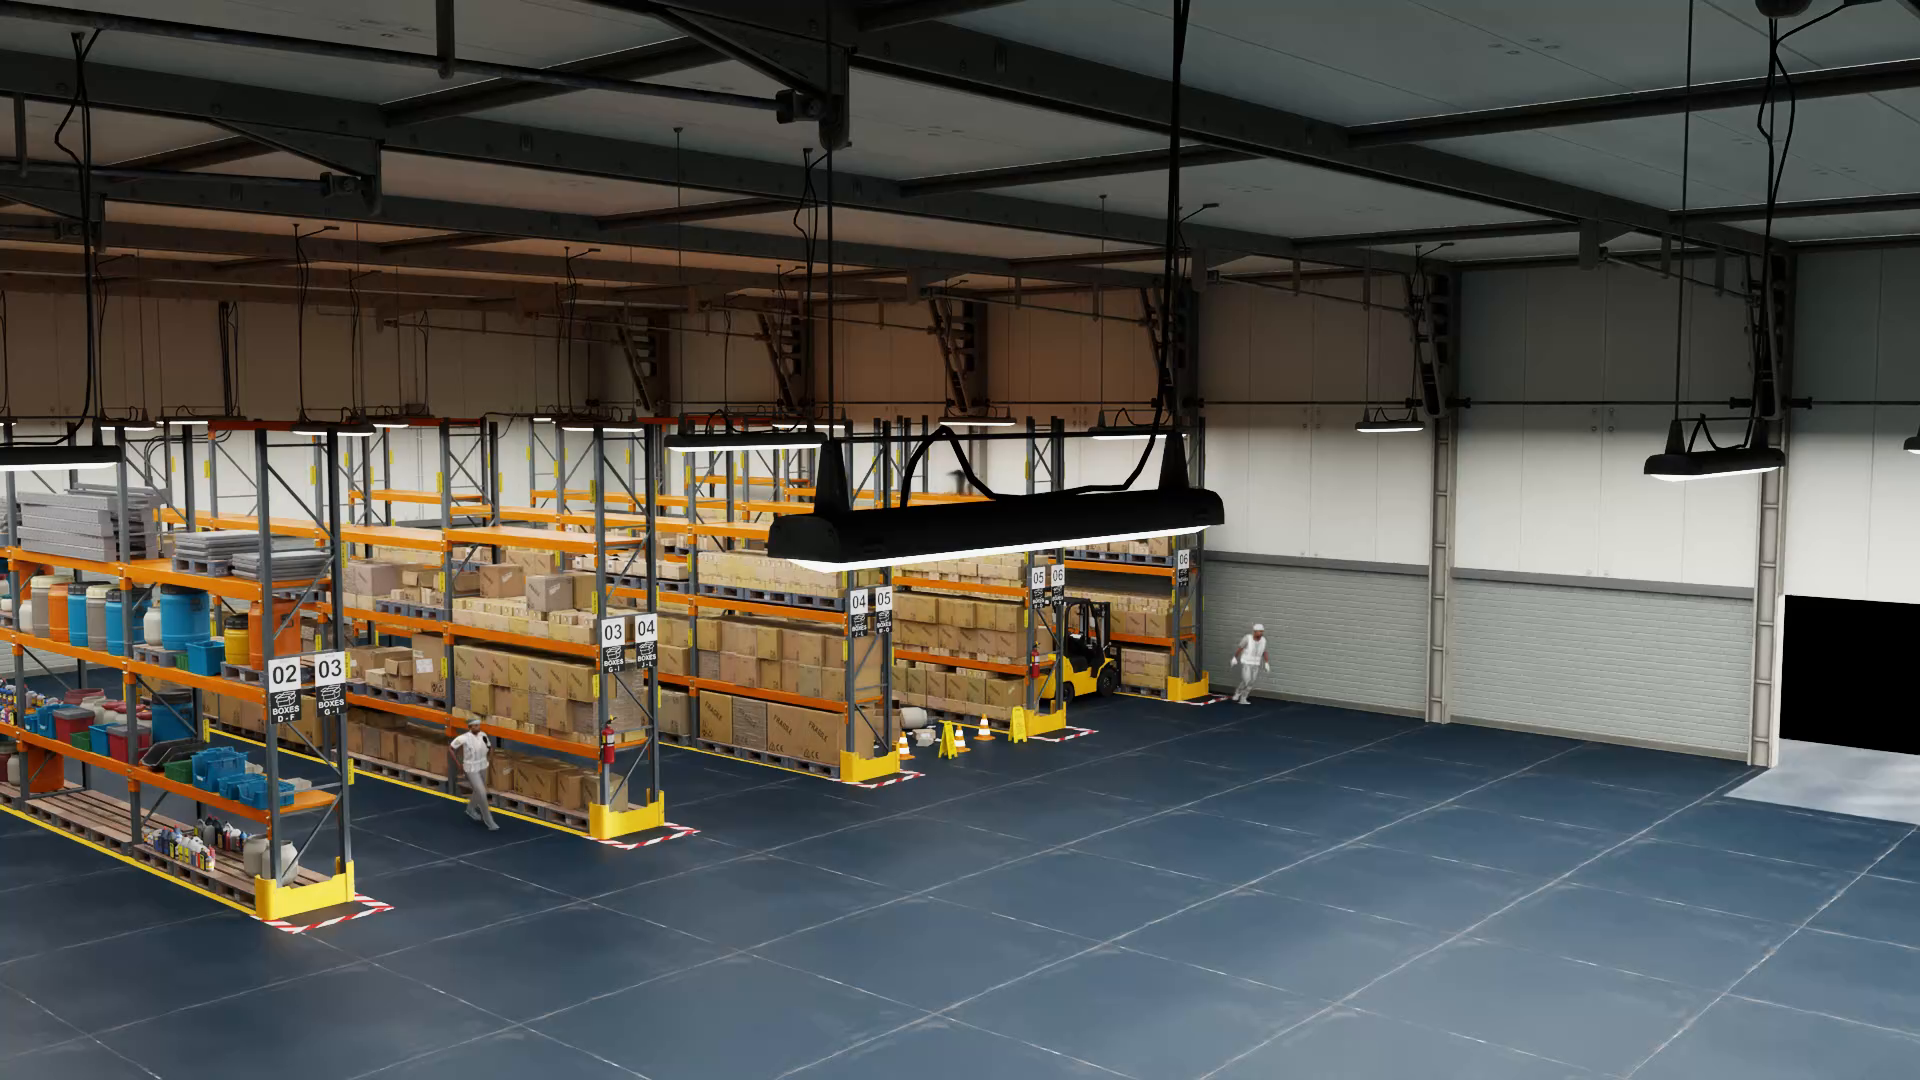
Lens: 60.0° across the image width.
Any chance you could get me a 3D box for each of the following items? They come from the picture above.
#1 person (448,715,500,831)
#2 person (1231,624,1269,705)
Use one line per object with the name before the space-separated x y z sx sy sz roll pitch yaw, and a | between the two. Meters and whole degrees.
person | -7.217 3.440 24.680 0.831 1.725 0.650 4 6 37
person | 6.063 2.591 34.648 0.687 1.736 0.609 -2 5 -24
